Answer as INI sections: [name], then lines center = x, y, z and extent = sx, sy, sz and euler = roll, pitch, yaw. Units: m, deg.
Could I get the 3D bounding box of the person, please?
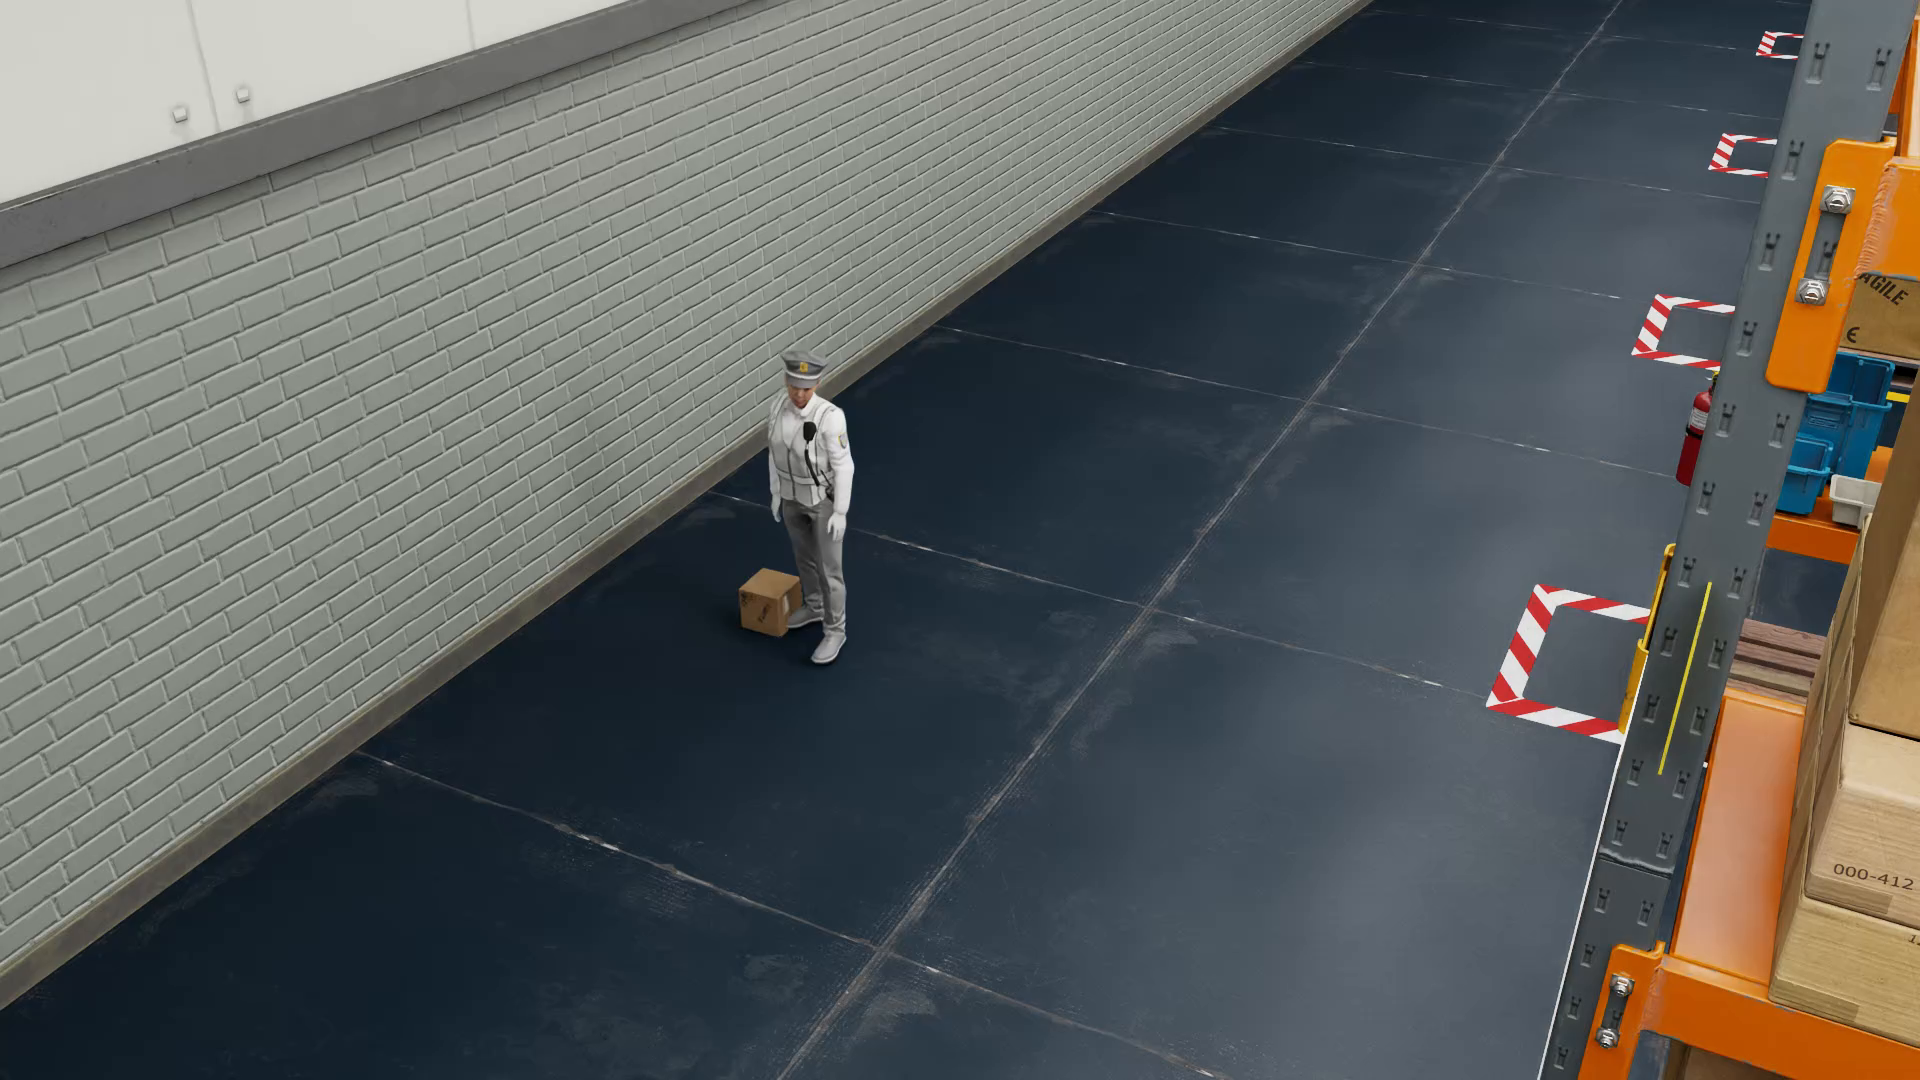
[person]
center = -0.778, -0.197, 8.565
extent = 0.520, 1.675, 0.411
euler = 21, 36, 31
